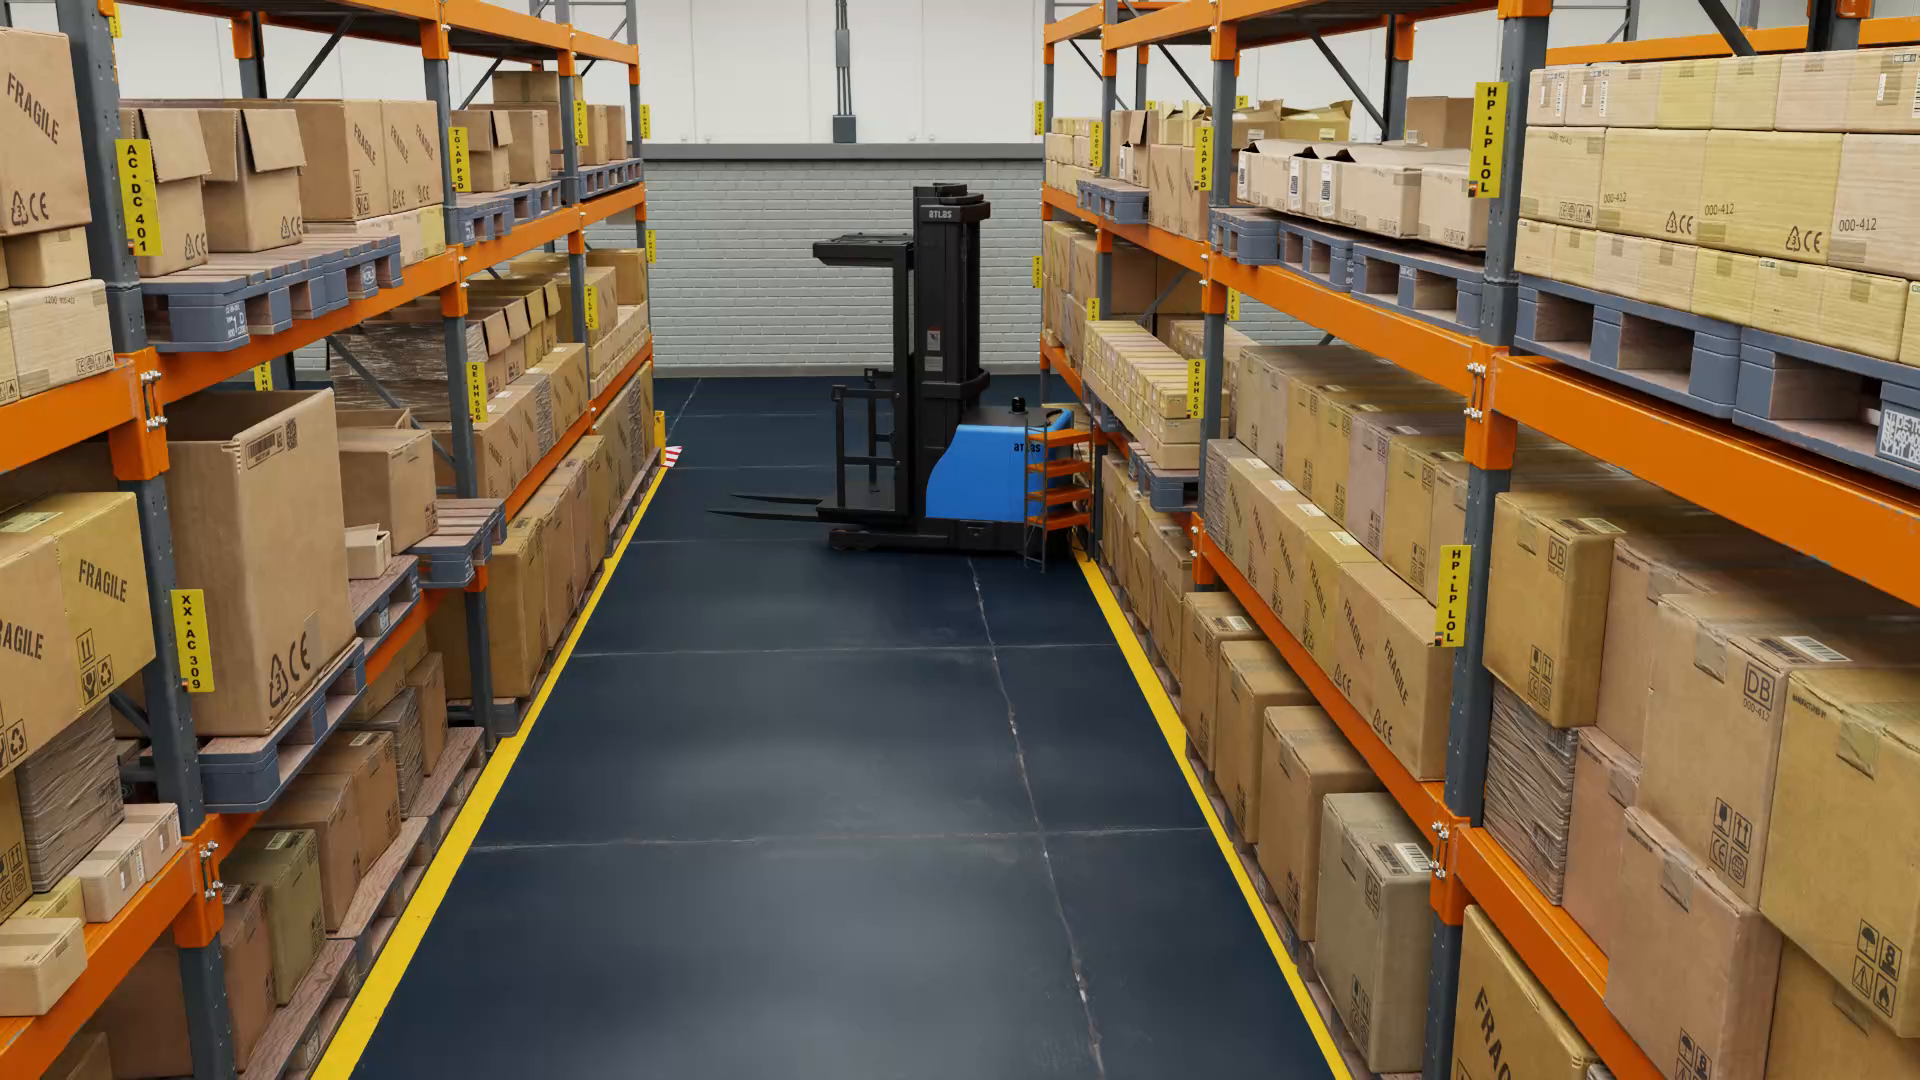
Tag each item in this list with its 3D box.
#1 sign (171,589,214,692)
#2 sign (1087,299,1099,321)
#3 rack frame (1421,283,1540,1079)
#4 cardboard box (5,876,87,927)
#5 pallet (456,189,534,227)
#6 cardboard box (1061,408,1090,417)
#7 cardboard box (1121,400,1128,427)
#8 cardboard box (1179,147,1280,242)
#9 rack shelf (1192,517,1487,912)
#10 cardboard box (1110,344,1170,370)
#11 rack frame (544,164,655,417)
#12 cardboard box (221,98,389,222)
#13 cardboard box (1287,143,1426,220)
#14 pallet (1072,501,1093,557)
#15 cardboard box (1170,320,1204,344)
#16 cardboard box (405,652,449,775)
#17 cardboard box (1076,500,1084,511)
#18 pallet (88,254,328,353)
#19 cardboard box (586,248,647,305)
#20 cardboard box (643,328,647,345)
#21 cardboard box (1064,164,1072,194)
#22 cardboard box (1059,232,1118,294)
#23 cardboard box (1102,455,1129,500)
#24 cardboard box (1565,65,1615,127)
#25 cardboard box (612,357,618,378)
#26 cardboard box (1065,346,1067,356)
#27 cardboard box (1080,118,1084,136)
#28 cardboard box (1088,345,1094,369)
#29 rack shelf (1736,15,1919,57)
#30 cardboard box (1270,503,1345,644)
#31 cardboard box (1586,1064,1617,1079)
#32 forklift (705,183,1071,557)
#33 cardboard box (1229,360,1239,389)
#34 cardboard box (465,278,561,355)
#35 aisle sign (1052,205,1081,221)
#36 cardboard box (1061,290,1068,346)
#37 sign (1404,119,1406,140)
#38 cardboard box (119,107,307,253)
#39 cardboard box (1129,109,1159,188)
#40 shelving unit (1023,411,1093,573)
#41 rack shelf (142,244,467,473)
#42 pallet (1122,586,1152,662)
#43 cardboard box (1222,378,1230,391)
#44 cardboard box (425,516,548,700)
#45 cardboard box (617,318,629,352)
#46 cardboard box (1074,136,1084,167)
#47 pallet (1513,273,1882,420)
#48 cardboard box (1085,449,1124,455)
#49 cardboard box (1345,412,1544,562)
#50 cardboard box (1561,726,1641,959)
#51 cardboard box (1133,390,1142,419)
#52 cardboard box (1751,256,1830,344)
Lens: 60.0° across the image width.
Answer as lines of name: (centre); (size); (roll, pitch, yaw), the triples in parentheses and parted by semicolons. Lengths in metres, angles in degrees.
sign: (-2.343, 0.309, 5.070); (0.100, 0.325, 0.005); (-1, 14, -3)
sign: (1.036, -1.712, 12.922); (0.100, 0.325, 0.005); (-1, 14, -3)
rack frame: (2.073, 0.687, 5.337); (1.000, 3.000, 0.127); (-1, 14, -3)
cardboard box: (-2.616, 1.034, 4.491); (0.380, 0.149, 0.250); (-1, 14, -3)
pallet: (-3.297, -2.055, 10.354); (1.003, 0.211, 1.213); (0, 14, -1)
cardboard box: (1.160, -1.206, 16.379); (0.380, 0.149, 0.250); (-1, 14, -2)
cardboard box: (1.261, -0.824, 10.872); (0.380, 0.149, 0.250); (0, 14, -2)
cardboard box: (1.536, -1.947, 9.354); (0.500, 0.500, 0.500); (-1, 14, -3)
rack shelf: (1.949, 0.538, 7.360); (1.077, 0.370, 4.000); (-1, 14, -3)
cardboard box: (1.224, -1.246, 11.317); (0.380, 0.149, 0.250); (0, 14, -1)
rack frame: (-3.627, -2.246, 16.737); (1.000, 3.000, 0.127); (-1, 14, -3)
cardboard box: (-2.795, -1.634, 7.135); (0.500, 0.500, 0.500); (-1, 14, -2)
cardboard box: (1.713, -1.534, 7.083); (0.500, 0.311, 0.500); (-1, 14, -4)
pallet: (1.500, -0.119, 14.065); (1.003, 0.211, 1.213); (-1, 14, -3)
cardboard box: (1.797, -1.576, 12.599); (0.380, 0.149, 0.250); (0, 14, -1)
cardboard box: (-3.070, 0.907, 8.614); (0.700, 0.500, 0.500); (-2, 15, -6)
cardboard box: (1.199, -0.348, 14.239); (0.380, 0.149, 0.250); (-1, 14, -5)
pallet: (-2.816, -0.779, 5.390); (1.213, 0.211, 1.003); (-1, 14, -3)
cardboard box: (-3.335, -2.564, 16.170); (0.500, 0.500, 0.500); (-1, 14, -3)
cardboard box: (-3.259, -1.976, 16.192); (0.380, 0.149, 0.250); (-1, 14, -3)
cardboard box: (1.196, -3.175, 14.626); (0.500, 0.250, 0.500); (-1, 14, -4)
cardboard box: (1.175, -2.477, 14.829); (0.500, 0.500, 0.500); (-1, 14, -5)
cardboard box: (1.359, -0.471, 12.506); (0.500, 0.250, 0.500); (-2, 15, -6)
cardboard box: (1.773, -1.123, 4.212); (0.380, 0.149, 0.250); (-1, 14, -4)
cardboard box: (-3.133, -1.468, 14.217); (0.380, 0.149, 0.250); (-1, 14, -4)
cardboard box: (1.175, -1.768, 15.382); (0.380, 0.149, 0.250); (-1, 14, -5)
cardboard box: (1.212, -3.451, 13.896); (0.380, 0.149, 0.250); (-1, 15, -6)
cardboard box: (1.160, -1.359, 12.353); (0.380, 0.149, 0.250); (-1, 14, -5)
rack shelf: (6.635, -3.270, 10.924); (1.077, 0.370, 4.000); (-1, 14, -3)
cardboard box: (1.677, 0.135, 7.281); (0.500, 0.500, 0.500); (-1, 14, -4)
cardboard box: (2.102, 1.894, 4.067); (0.875, 0.875, 0.875); (-1, 14, -3)
forklift: (-0.611, -1.453, 13.790); (3.031, 2.935, 1.130); (3, 15, 12)
cardboard box: (1.925, -1.057, 10.581); (0.380, 0.149, 0.250); (0, 14, -1)
cardboard box: (-3.332, -1.627, 12.116); (0.797, 0.503, 0.637); (-1, 14, -5)
aisle sign: (1.025, -3.570, 16.665); (0.394, 0.787, 0.004); (-1, 14, -3)
cardboard box: (1.195, -1.993, 14.954); (0.500, 0.500, 0.500); (-1, 14, -5)
sign: (2.379, -2.056, 8.781); (0.100, 0.325, 0.005); (-1, 14, -3)
cardboard box: (-2.873, -1.321, 6.069); (0.797, 0.503, 0.637); (0, 14, -1)
cardboard box: (1.542, -2.623, 11.130); (0.797, 0.503, 0.637); (-1, 14, -4)
shelving unit: (0.774, -0.384, 13.111); (0.503, 1.200, 0.258); (-12, 18, -38)
rack shelf: (-3.008, -0.863, 6.787); (1.077, 0.370, 4.000); (-1, 14, -3)
pallet: (1.705, 0.545, 11.483); (1.003, 0.211, 1.213); (-1, 14, -3)
cardboard box: (1.914, -0.977, 10.870); (0.380, 0.149, 0.250); (-1, 14, -4)
cardboard box: (-3.154, 0.397, 9.885); (1.225, 0.875, 0.875); (-2, 15, -6)
cardboard box: (-3.234, -1.819, 14.780); (0.500, 0.250, 0.500); (-1, 14, -3)
cardboard box: (1.237, -3.295, 14.091); (0.500, 0.250, 0.500); (0, 14, -1)
pallet: (2.113, -0.519, 4.183); (1.003, 0.211, 1.213); (-1, 14, -3)
cardboard box: (1.279, -0.689, 14.368); (0.380, 0.149, 0.250); (0, 14, -2)
cardboard box: (1.971, -0.223, 6.665); (0.700, 0.500, 0.500); (-1, 14, -3)
cardboard box: (2.164, 0.842, 4.433); (0.875, 0.550, 0.550); (-1, 14, -3)
cardboard box: (1.288, -0.844, 10.350); (0.380, 0.149, 0.250); (-1, 14, -3)
cardboard box: (1.837, -0.484, 3.327); (0.380, 0.149, 0.250); (-1, 14, -3)
